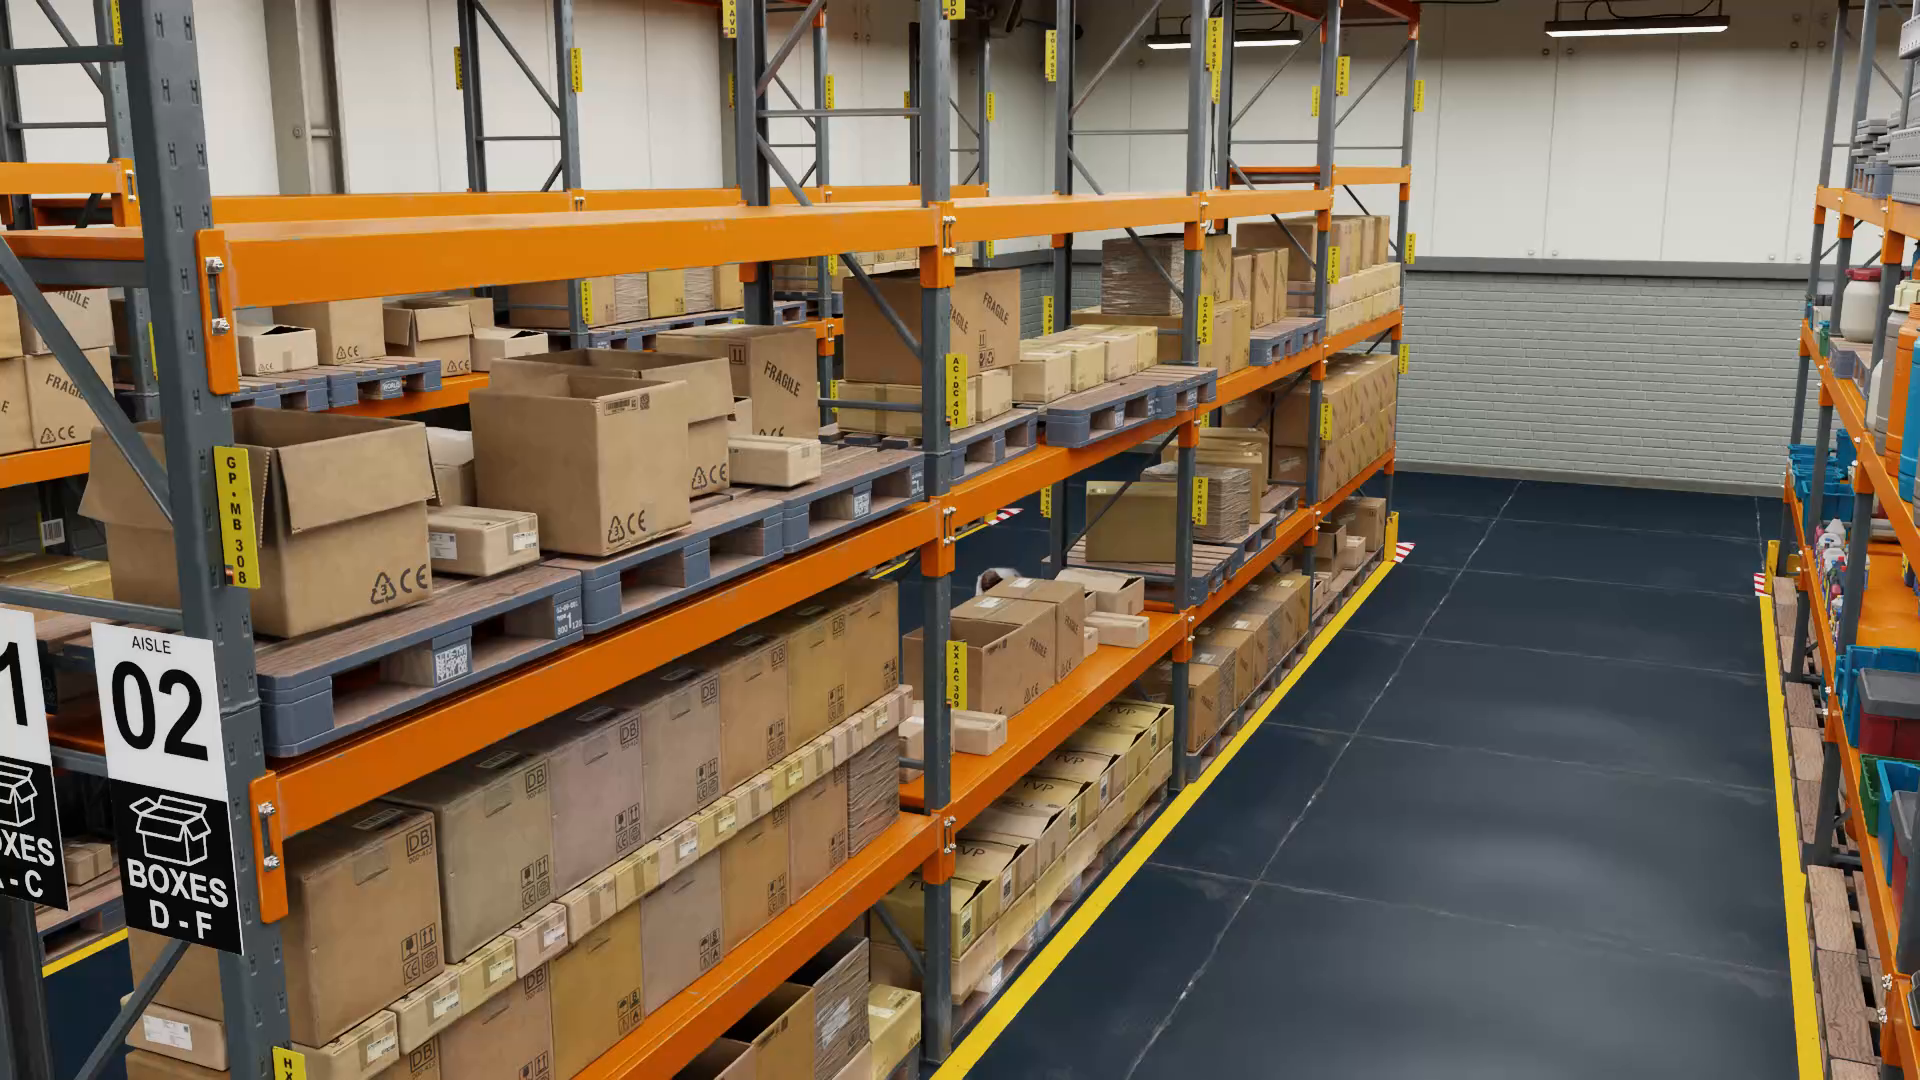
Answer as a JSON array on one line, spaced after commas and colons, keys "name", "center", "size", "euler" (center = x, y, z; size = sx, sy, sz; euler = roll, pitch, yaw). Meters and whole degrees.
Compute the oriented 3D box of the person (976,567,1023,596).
[{"name": "person", "center": [0.368, 0.581, 15.560], "size": [0.424, 0.746, 0.844], "euler": [5, 13, 22]}]
